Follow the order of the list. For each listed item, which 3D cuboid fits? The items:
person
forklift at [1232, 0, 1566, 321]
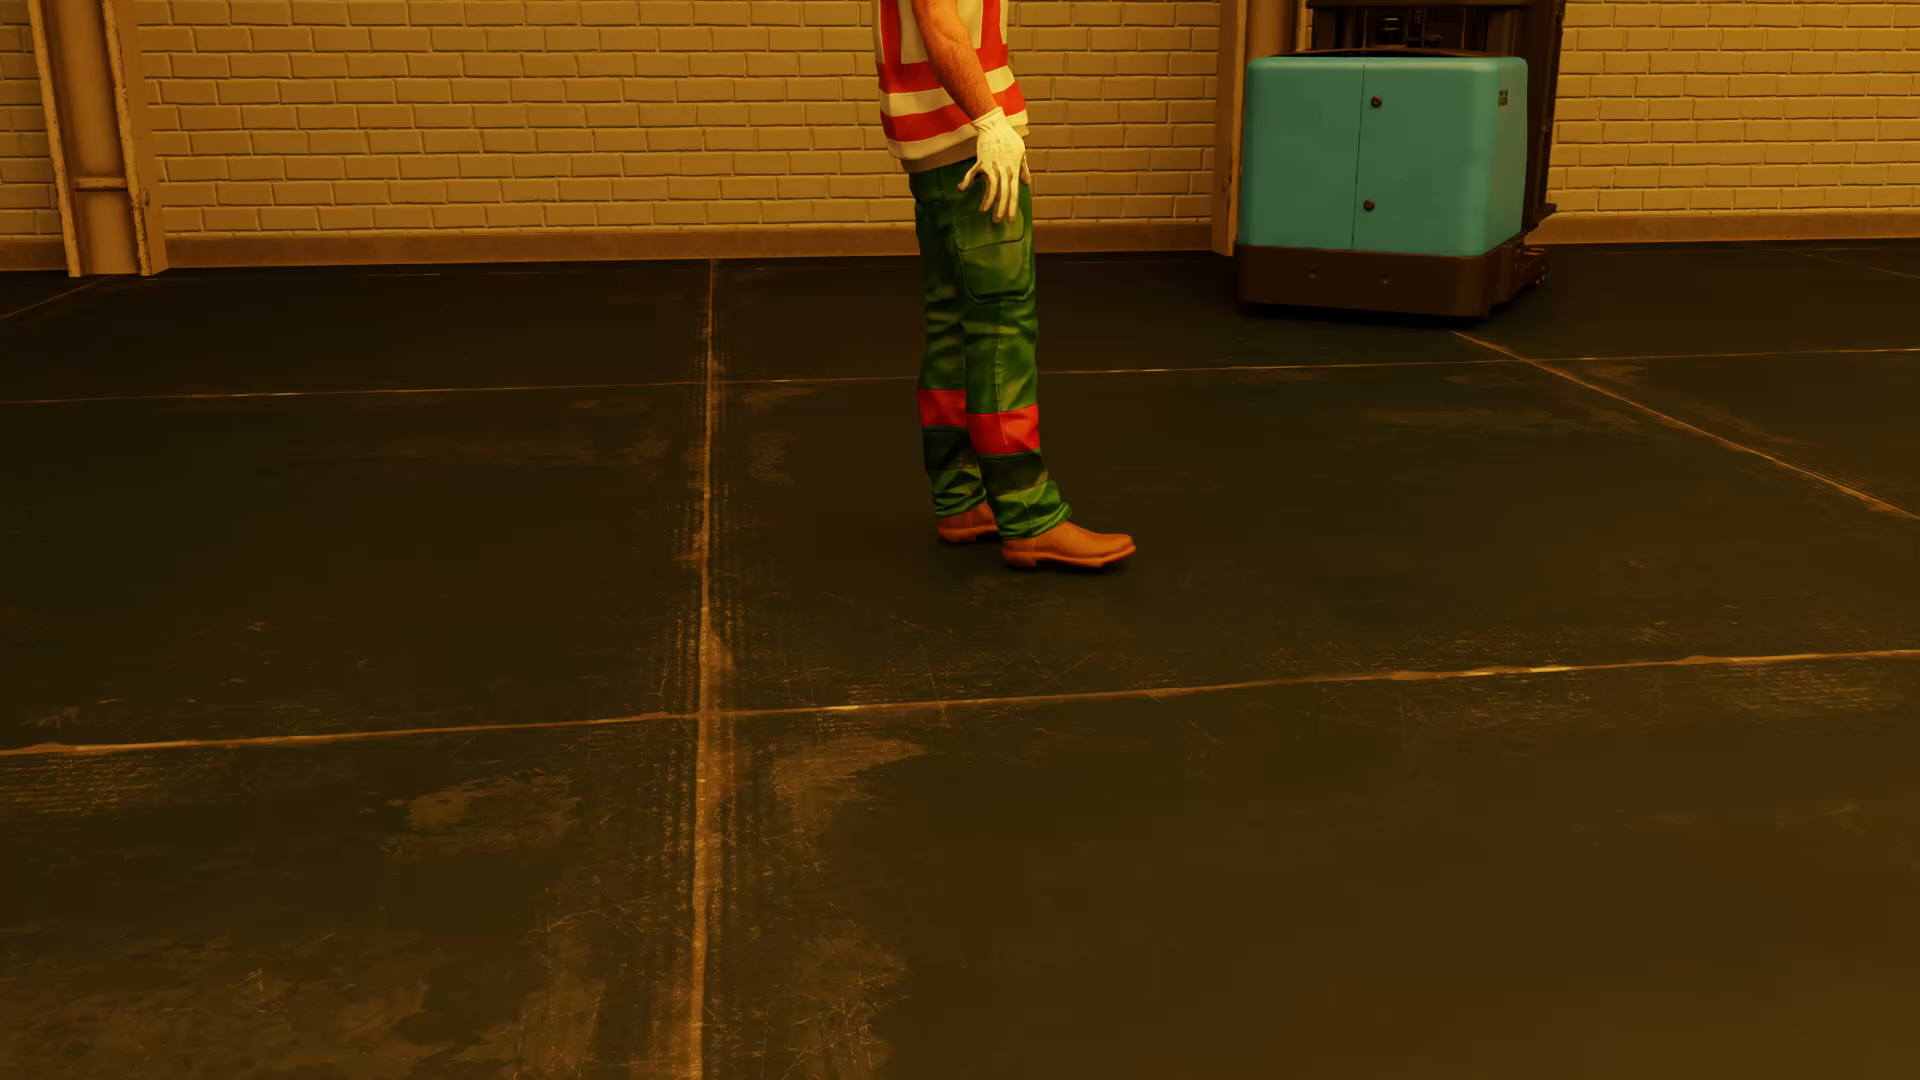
[{"bbox_3d":[0.082,-0.863,3.705,0.562,1.790,0.637,-2,17,-8],"label":"person"},{"bbox_3d":[2.278,-2.683,7.788,1.130,2.935,3.031,8,19,25],"label":"forklift"}]
